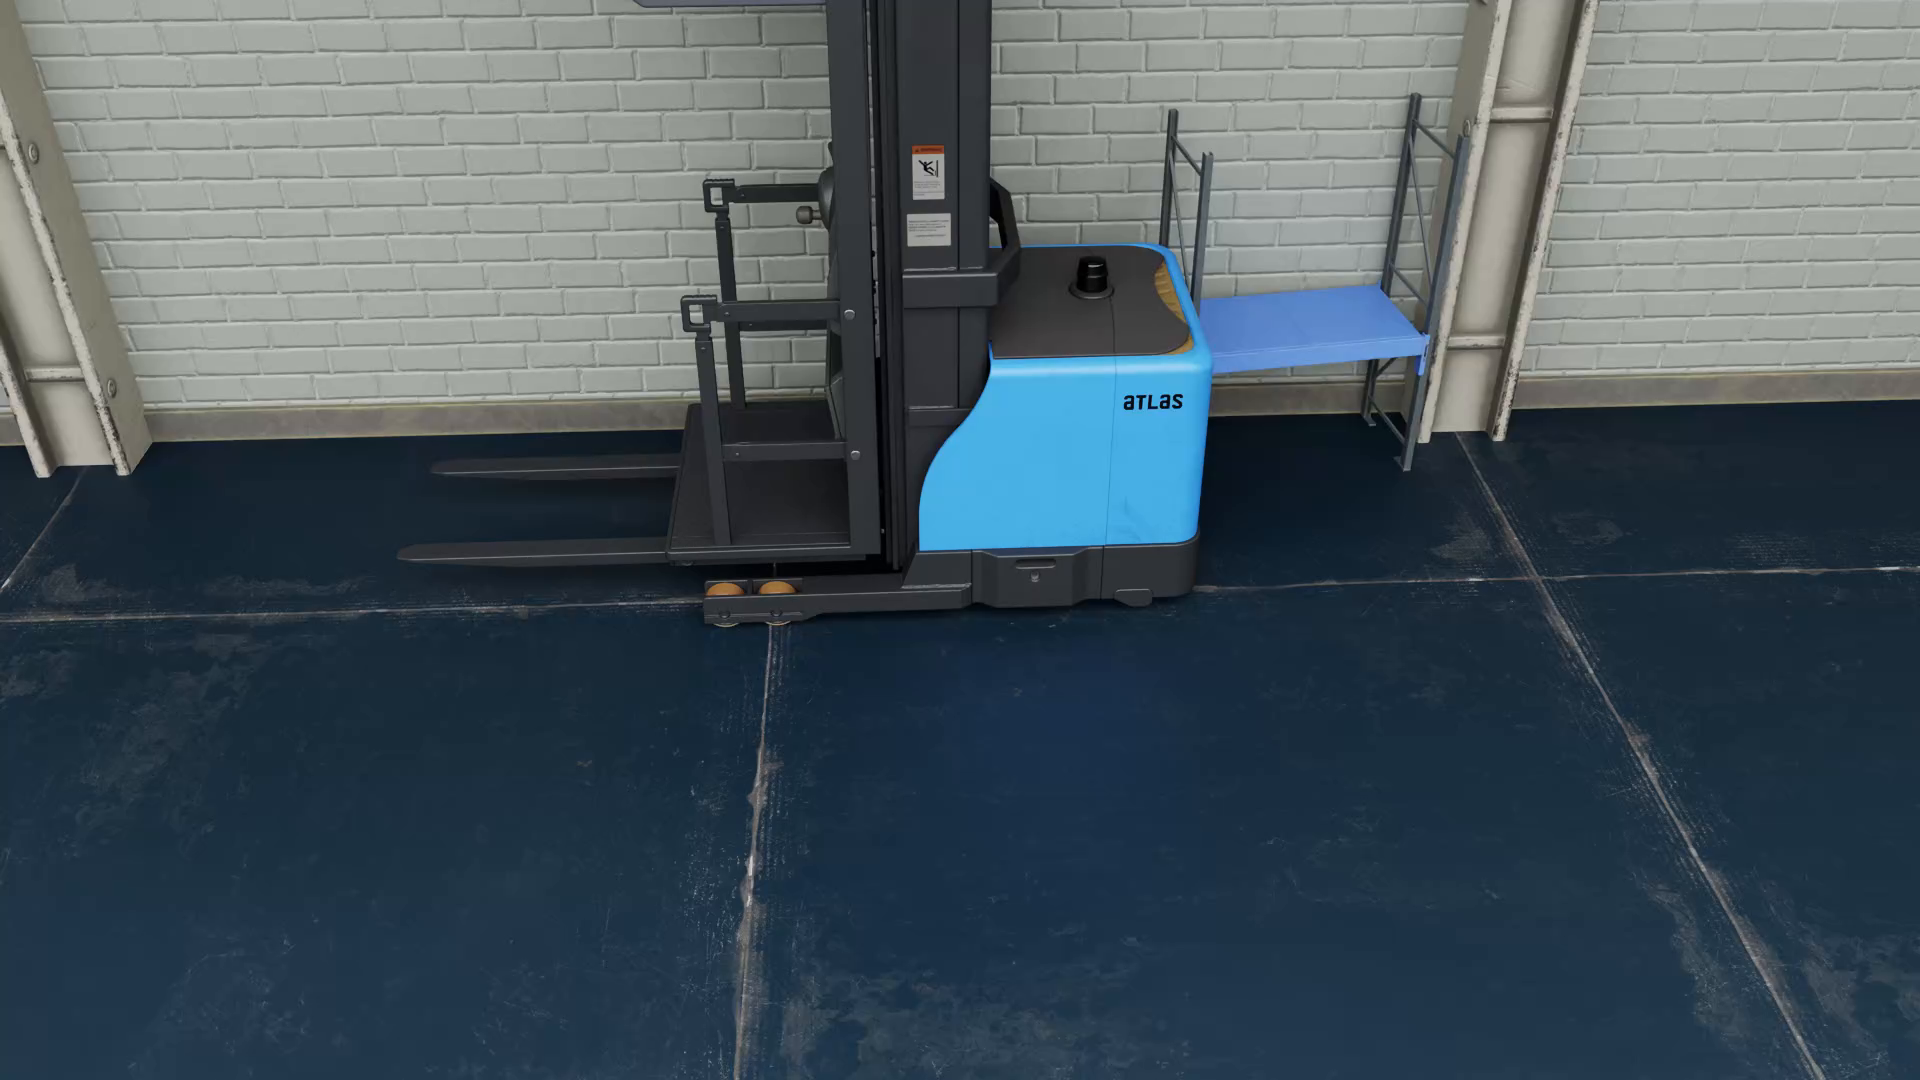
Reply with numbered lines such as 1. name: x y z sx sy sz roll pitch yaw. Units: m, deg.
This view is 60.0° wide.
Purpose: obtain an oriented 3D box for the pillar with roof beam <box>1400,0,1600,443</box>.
1. pillar with roof beam: 2.421 -1.777 1.410 0.400 9.000 9.100 -2 35 -2

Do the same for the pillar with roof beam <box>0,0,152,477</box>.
1. pillar with roof beam: -3.573 -1.615 1.177 0.400 9.000 9.100 -2 35 -2

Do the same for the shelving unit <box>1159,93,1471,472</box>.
1. shelving unit: 1.384 -1.001 6.879 1.048 1.500 0.538 -6 35 -8

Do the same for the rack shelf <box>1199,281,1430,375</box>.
1. rack shelf: 1.384 -0.853 6.981 1.000 0.185 0.538 -6 35 -8

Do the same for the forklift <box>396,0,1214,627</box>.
1. forklift: -0.629 -1.187 5.889 3.031 2.935 1.130 -2 35 -2

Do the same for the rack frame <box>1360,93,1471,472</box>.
1. rack frame: 1.884 -1.053 6.954 0.032 1.500 0.500 -6 35 -8

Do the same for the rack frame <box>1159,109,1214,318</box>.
1. rack frame: 0.884 -0.949 6.804 0.032 1.500 0.500 -6 35 -8
